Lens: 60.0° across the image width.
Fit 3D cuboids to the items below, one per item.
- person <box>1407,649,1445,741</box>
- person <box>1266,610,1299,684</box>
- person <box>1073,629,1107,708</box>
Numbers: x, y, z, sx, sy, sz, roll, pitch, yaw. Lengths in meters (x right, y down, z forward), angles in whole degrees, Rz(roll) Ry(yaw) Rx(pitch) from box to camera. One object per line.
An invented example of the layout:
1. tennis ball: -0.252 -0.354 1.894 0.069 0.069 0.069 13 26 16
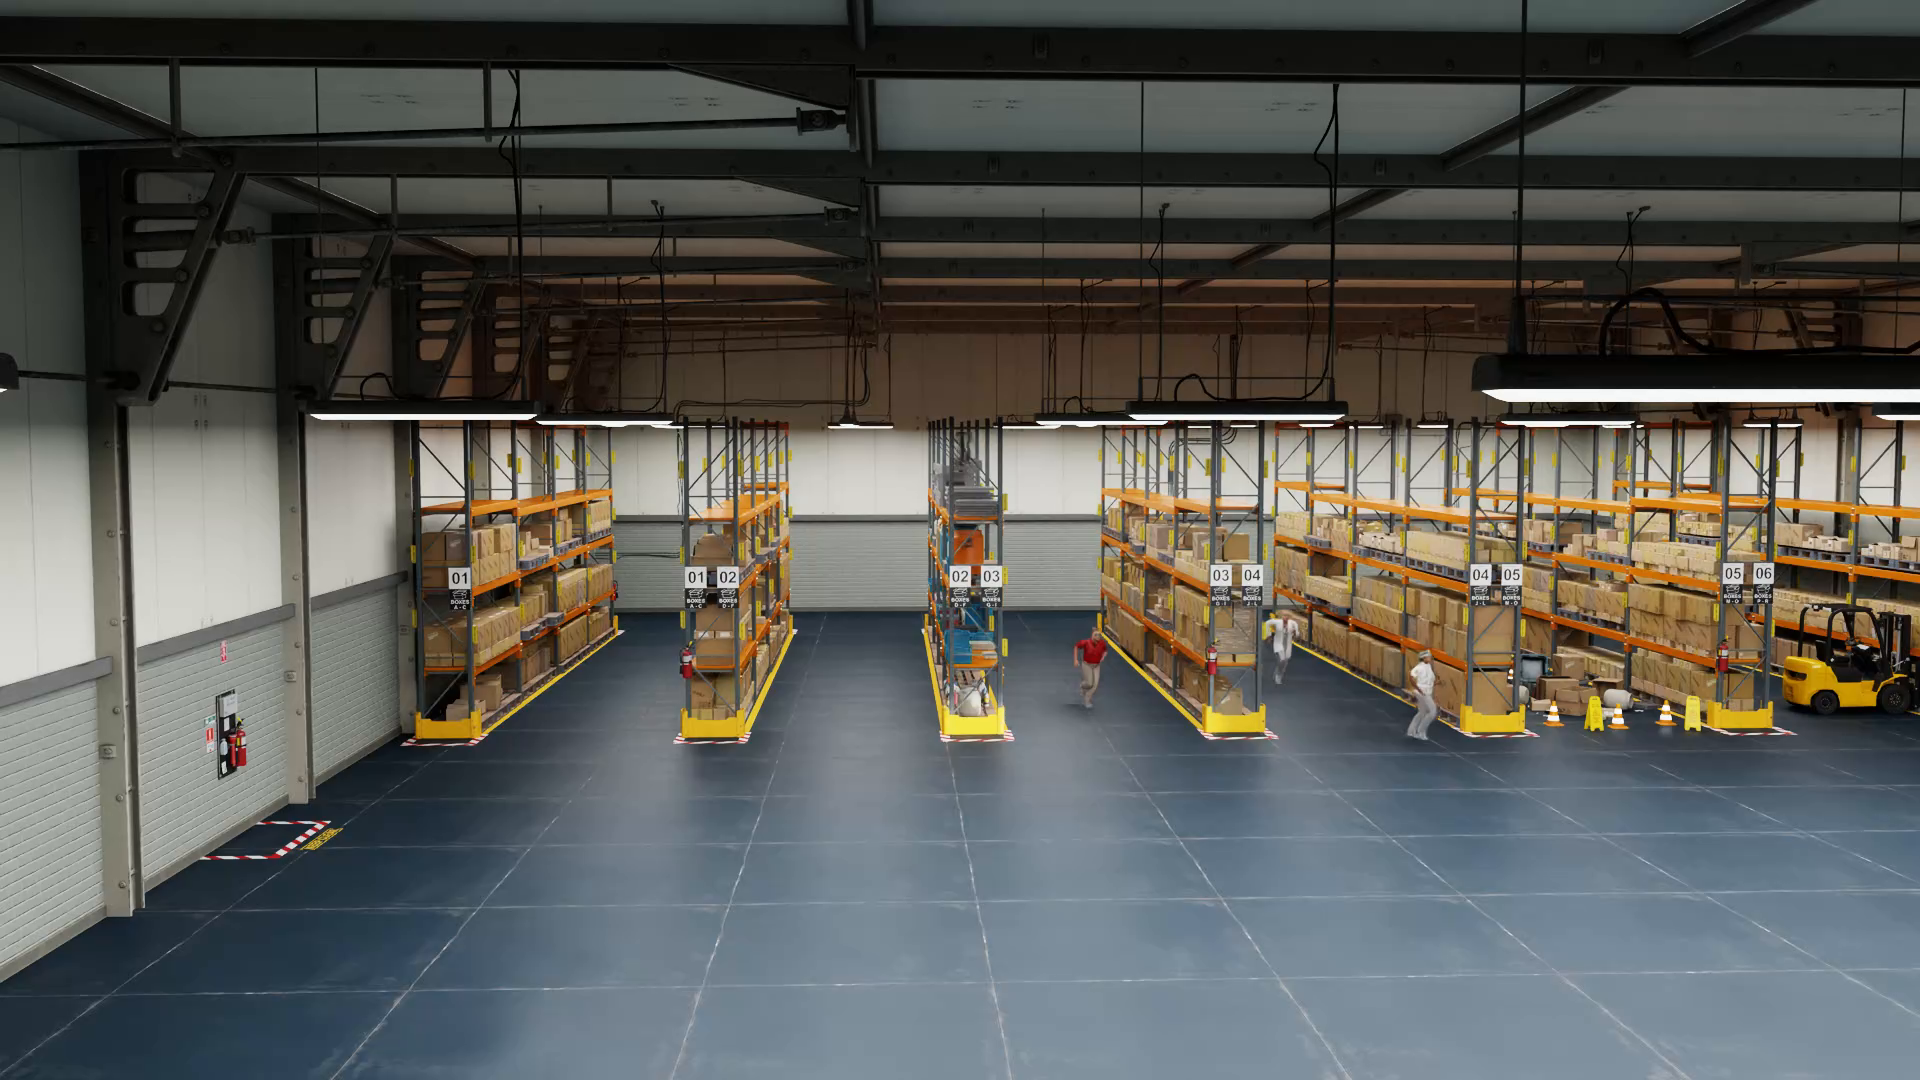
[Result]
1. person: 8.640 2.875 30.859 0.681 1.702 0.549 2 4 30
2. person: 7.241 2.503 37.388 0.690 1.522 0.944 -1 4 -11
3. person: 2.733 2.661 34.511 0.652 1.655 0.747 -2 4 -24
